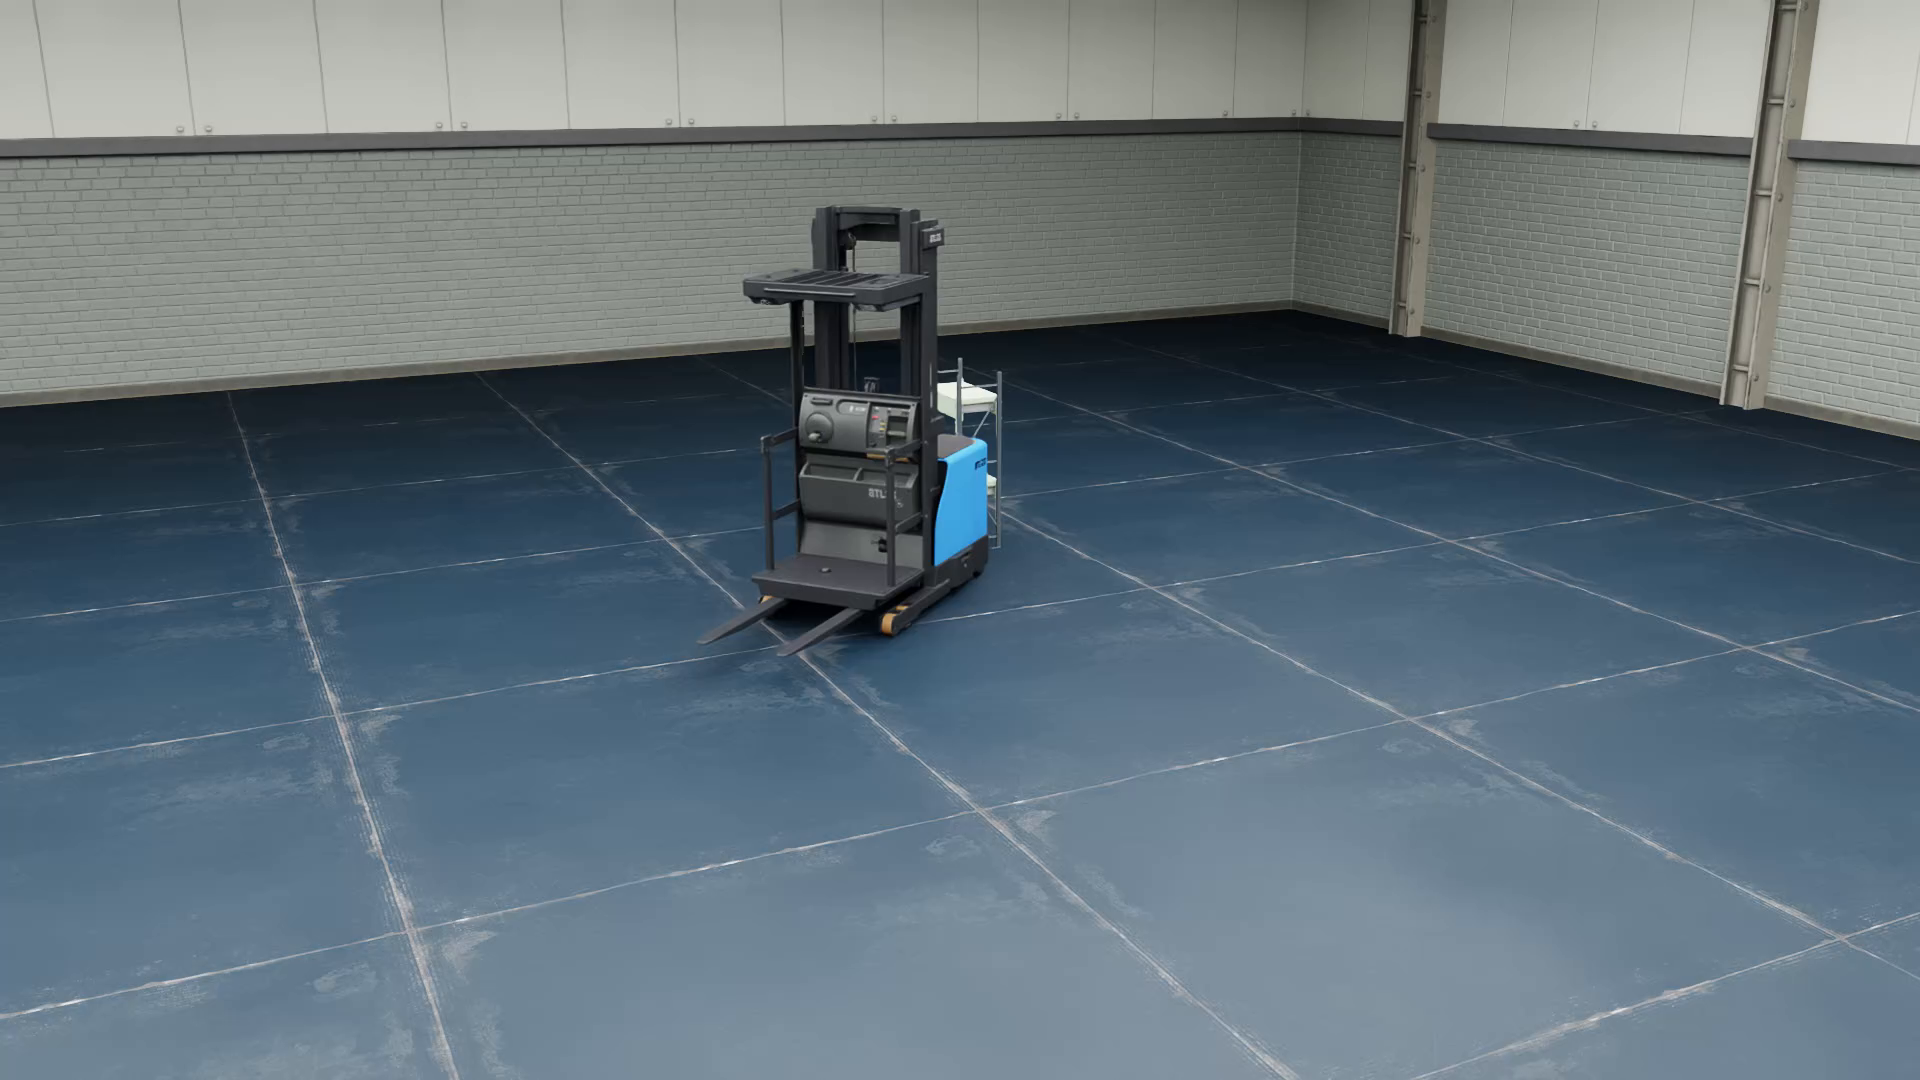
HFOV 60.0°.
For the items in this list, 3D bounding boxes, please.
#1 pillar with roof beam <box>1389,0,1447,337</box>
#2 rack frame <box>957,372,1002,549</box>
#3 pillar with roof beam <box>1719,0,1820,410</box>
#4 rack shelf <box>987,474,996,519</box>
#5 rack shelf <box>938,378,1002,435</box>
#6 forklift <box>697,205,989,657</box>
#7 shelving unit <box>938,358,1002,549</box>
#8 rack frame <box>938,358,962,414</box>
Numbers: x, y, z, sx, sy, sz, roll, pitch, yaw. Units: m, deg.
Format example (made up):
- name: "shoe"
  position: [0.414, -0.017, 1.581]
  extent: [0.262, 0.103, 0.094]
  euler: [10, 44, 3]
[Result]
- name: "pillar with roof beam"
  position: [2.824, -6.894, 21.958]
  extent: [9.100, 9.000, 0.400]
  euler: [-8, 18, -25]
- name: "rack frame"
  position: [0.157, -0.632, 13.733]
  extent: [0.400, 1.500, 0.023]
  euler: [-8, 18, -25]
- name: "pillar with roof beam"
  position: [5.453, -5.406, 16.774]
  extent: [9.100, 9.000, 0.400]
  euler: [-8, 18, -25]
- name: "rack shelf"
  position: [-0.003, -0.409, 14.139]
  extent: [0.431, 0.370, 0.720]
  euler: [-8, 18, -25]
- name: "rack shelf"
  position: [-0.003, -1.098, 13.942]
  extent: [0.431, 0.370, 0.720]
  euler: [-8, 18, -25]
- name: "forklift"
  position: [-0.831, -0.858, 11.926]
  extent: [1.130, 2.935, 3.031]
  euler: [7, 17, 23]
- name: "shelving unit"
  position: [-0.003, -0.723, 14.050]
  extent: [0.431, 1.500, 0.755]
  euler: [-8, 18, -25]
- name: "rack frame"
  position: [-0.163, -0.813, 14.366]
  extent: [0.400, 1.500, 0.023]
  euler: [-8, 18, -25]
